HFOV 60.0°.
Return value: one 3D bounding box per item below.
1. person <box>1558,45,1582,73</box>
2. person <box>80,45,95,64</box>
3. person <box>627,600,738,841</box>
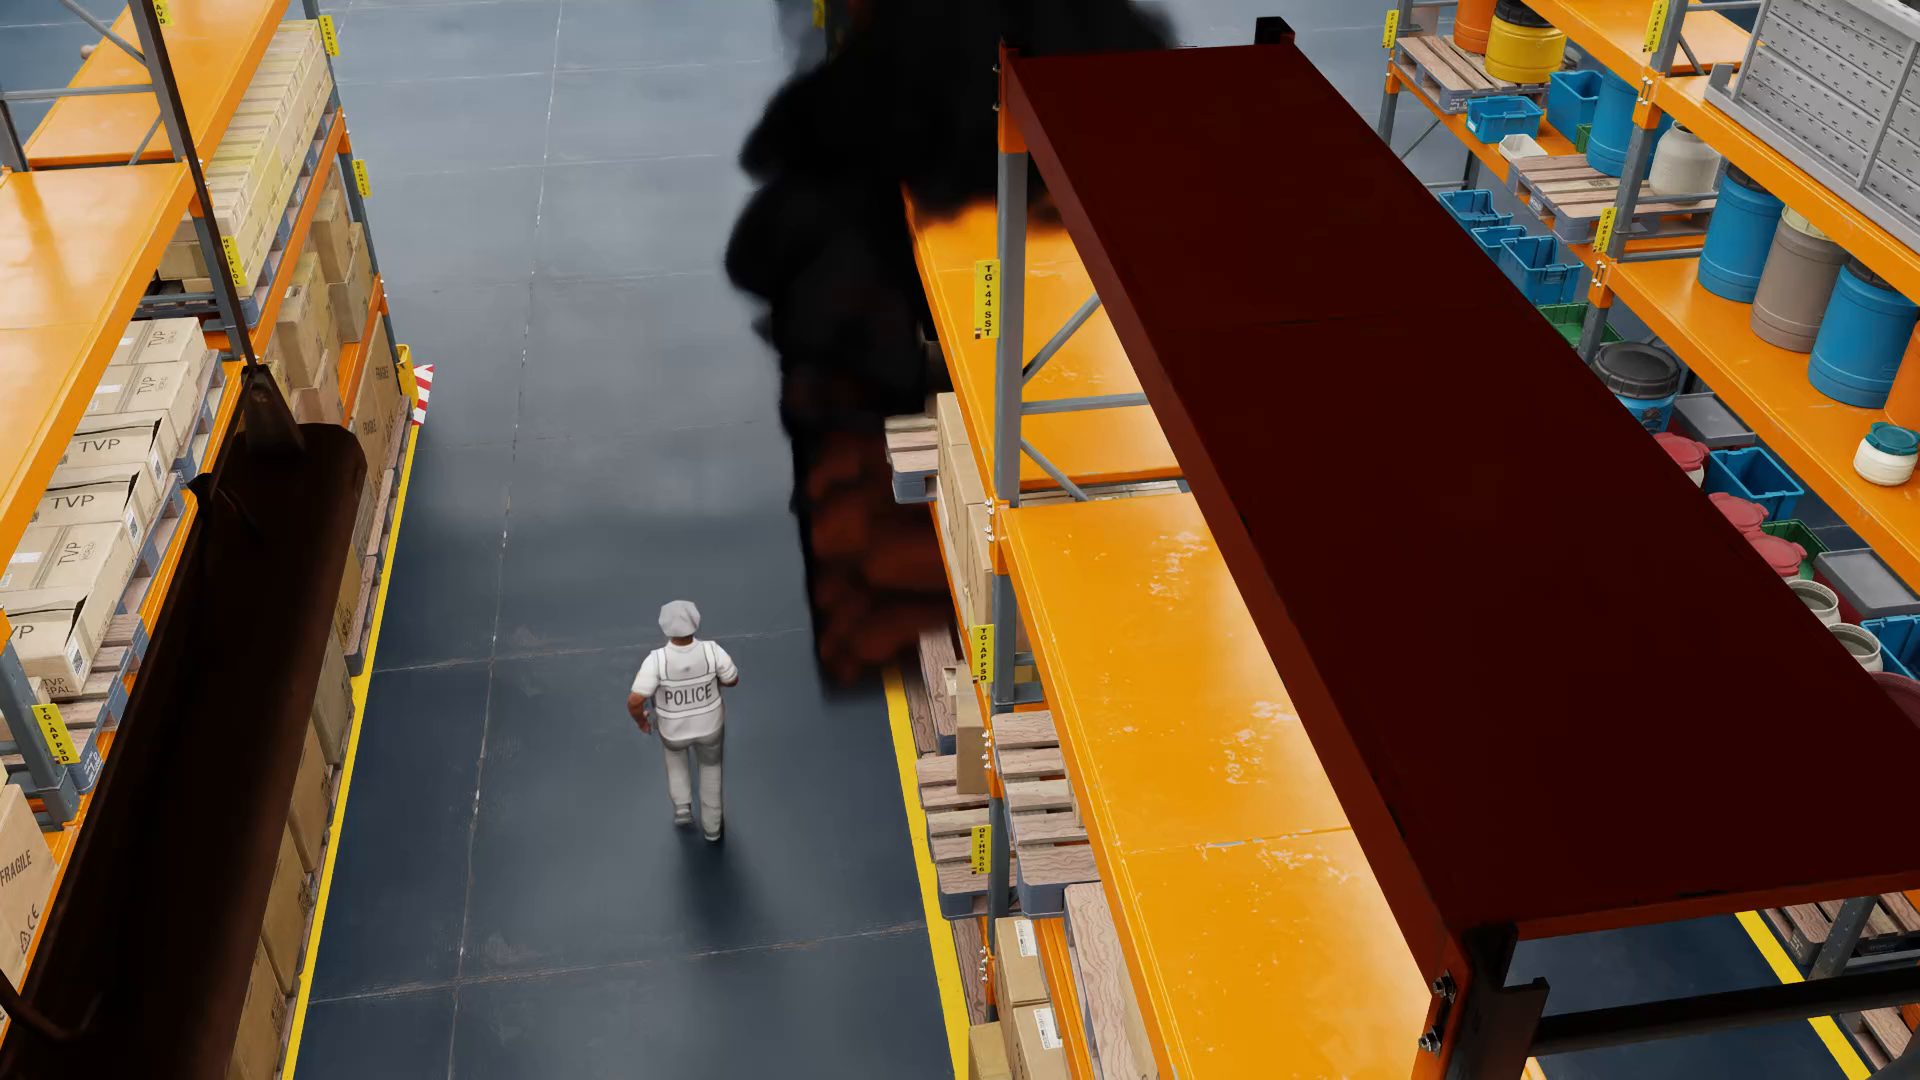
[{"bbox_3d":[6.514,-4.575,18.287,0.696,1.734,0.581,13,38,17],"label":"person"},{"bbox_3d":[-9.276,-4.554,18.178,0.916,1.747,0.720,25,43,30],"label":"person"},{"bbox_3d":[-1.726,1.103,10.491,0.689,1.776,0.666,-8,37,-10],"label":"person"}]
